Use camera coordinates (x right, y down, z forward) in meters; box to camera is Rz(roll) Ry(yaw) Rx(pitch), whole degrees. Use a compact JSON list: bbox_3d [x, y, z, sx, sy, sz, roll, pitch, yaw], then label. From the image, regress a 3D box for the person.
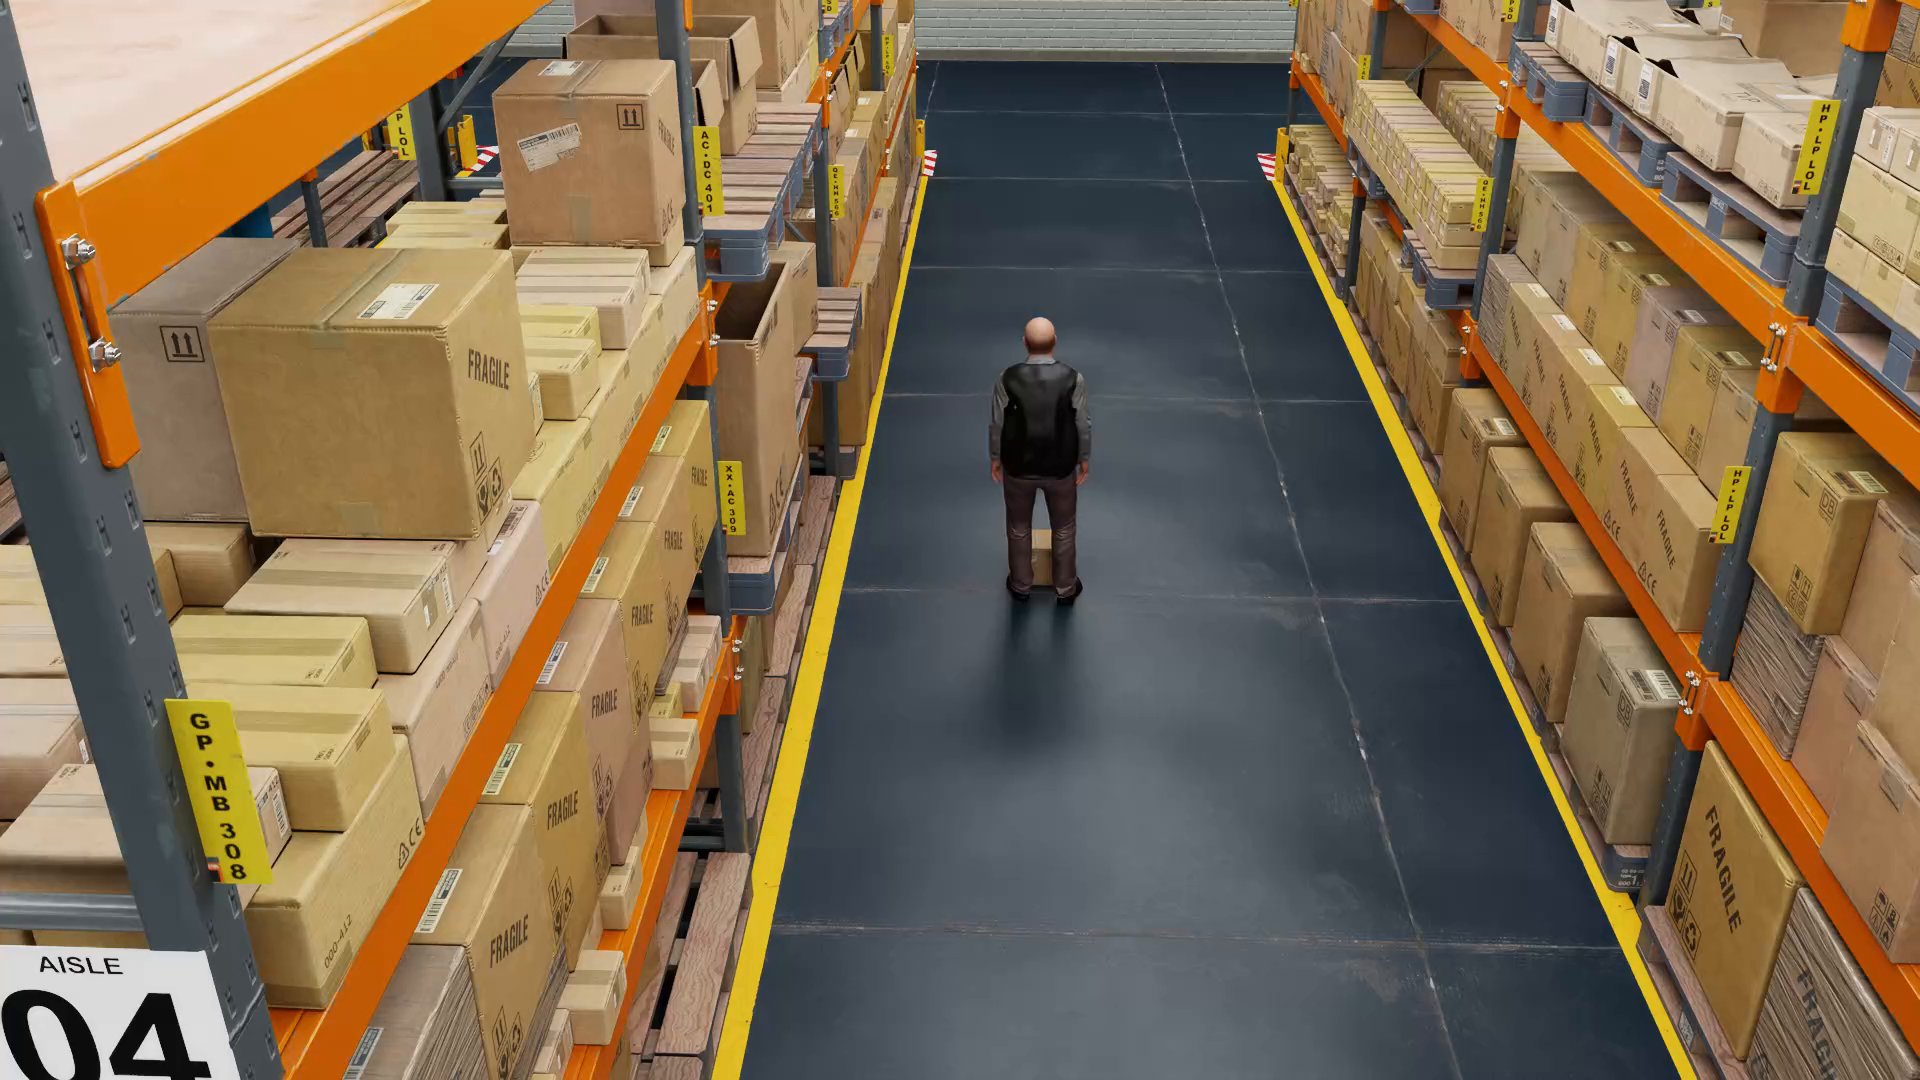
[{"bbox_3d":[0.452,-0.426,9.454,0.581,1.721,0.461,1,28,2],"label":"person"}]
